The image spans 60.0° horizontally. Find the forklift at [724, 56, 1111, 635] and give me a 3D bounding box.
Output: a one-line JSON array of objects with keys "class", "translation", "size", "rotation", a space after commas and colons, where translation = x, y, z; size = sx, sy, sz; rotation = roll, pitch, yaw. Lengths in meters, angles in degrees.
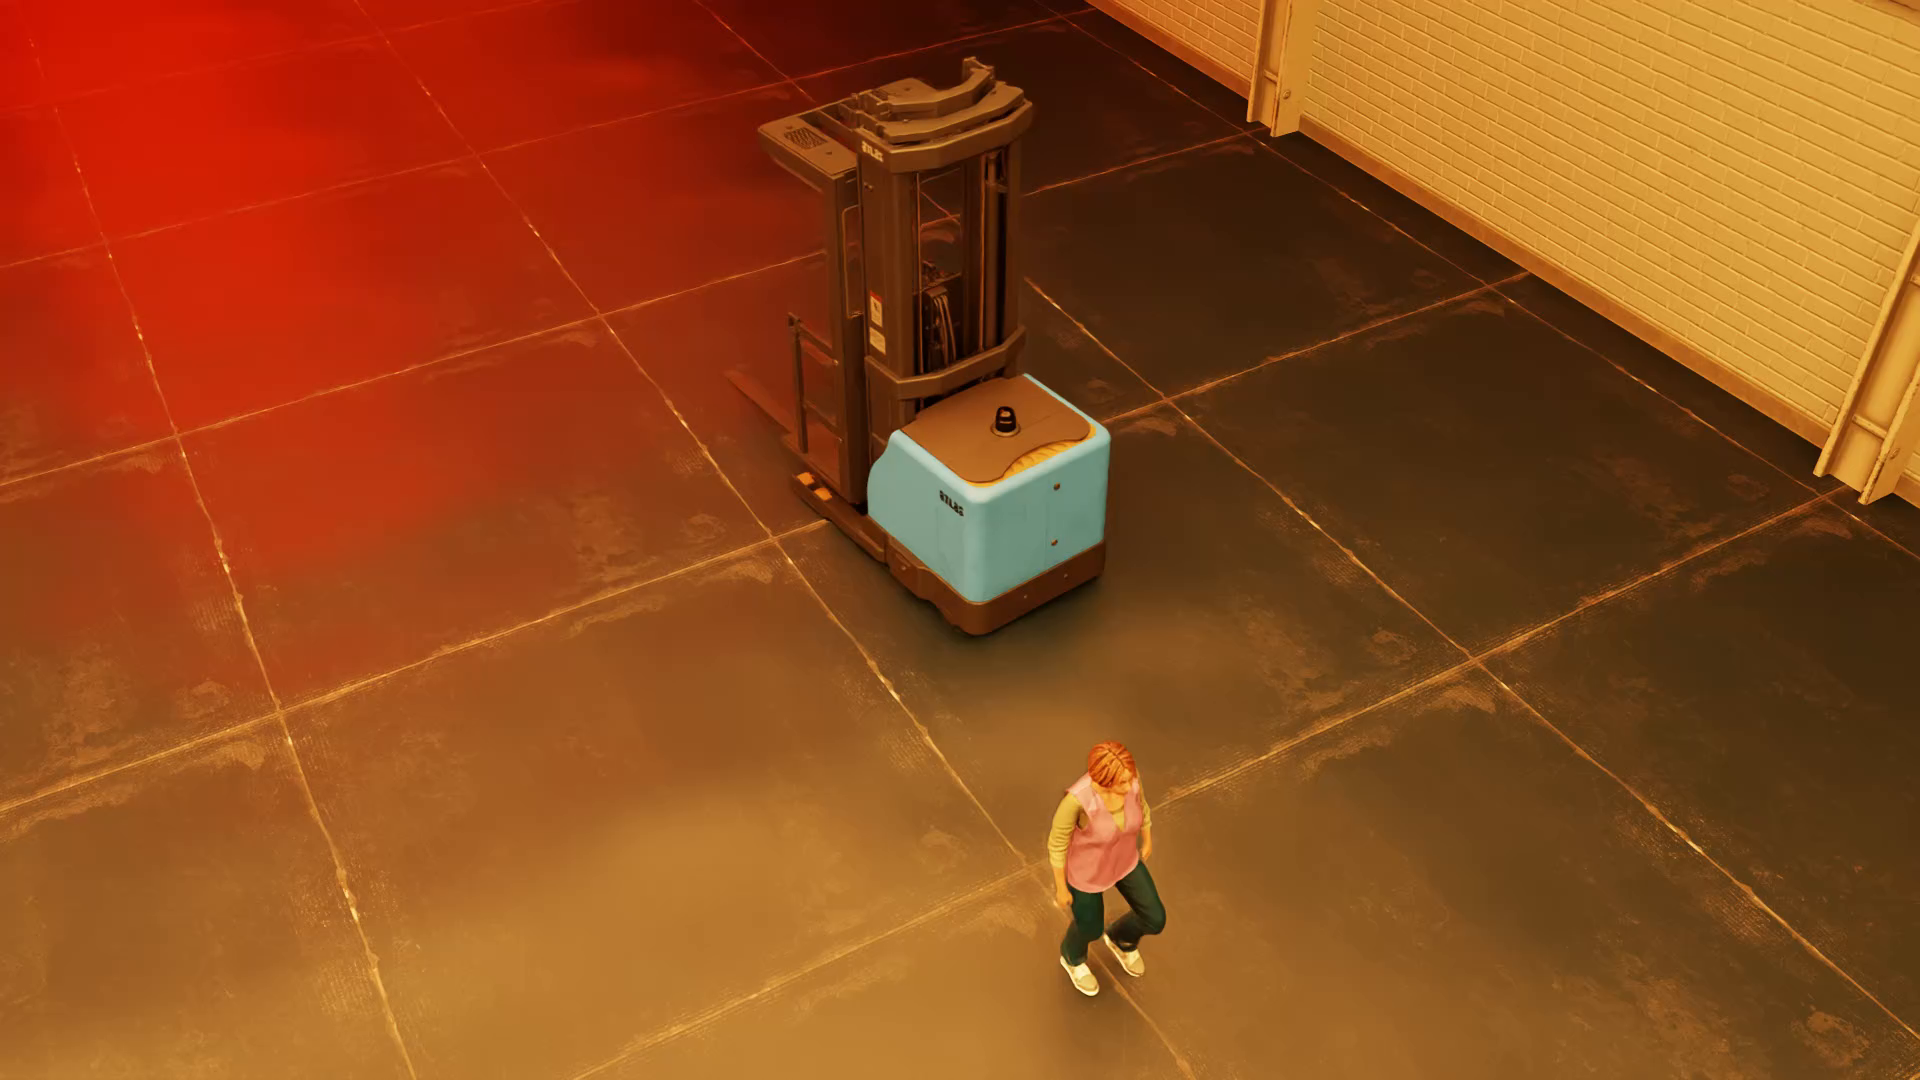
[{"class": "forklift", "translation": [-0.428, -1.467, 9.805], "size": [1.130, 2.935, 3.031], "rotation": [-26, 46, -28]}]

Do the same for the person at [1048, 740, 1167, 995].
[{"class": "person", "translation": [0.653, 1.469, 7.332], "size": [0.519, 1.584, 0.445], "rotation": [-23, 45, -25]}]
